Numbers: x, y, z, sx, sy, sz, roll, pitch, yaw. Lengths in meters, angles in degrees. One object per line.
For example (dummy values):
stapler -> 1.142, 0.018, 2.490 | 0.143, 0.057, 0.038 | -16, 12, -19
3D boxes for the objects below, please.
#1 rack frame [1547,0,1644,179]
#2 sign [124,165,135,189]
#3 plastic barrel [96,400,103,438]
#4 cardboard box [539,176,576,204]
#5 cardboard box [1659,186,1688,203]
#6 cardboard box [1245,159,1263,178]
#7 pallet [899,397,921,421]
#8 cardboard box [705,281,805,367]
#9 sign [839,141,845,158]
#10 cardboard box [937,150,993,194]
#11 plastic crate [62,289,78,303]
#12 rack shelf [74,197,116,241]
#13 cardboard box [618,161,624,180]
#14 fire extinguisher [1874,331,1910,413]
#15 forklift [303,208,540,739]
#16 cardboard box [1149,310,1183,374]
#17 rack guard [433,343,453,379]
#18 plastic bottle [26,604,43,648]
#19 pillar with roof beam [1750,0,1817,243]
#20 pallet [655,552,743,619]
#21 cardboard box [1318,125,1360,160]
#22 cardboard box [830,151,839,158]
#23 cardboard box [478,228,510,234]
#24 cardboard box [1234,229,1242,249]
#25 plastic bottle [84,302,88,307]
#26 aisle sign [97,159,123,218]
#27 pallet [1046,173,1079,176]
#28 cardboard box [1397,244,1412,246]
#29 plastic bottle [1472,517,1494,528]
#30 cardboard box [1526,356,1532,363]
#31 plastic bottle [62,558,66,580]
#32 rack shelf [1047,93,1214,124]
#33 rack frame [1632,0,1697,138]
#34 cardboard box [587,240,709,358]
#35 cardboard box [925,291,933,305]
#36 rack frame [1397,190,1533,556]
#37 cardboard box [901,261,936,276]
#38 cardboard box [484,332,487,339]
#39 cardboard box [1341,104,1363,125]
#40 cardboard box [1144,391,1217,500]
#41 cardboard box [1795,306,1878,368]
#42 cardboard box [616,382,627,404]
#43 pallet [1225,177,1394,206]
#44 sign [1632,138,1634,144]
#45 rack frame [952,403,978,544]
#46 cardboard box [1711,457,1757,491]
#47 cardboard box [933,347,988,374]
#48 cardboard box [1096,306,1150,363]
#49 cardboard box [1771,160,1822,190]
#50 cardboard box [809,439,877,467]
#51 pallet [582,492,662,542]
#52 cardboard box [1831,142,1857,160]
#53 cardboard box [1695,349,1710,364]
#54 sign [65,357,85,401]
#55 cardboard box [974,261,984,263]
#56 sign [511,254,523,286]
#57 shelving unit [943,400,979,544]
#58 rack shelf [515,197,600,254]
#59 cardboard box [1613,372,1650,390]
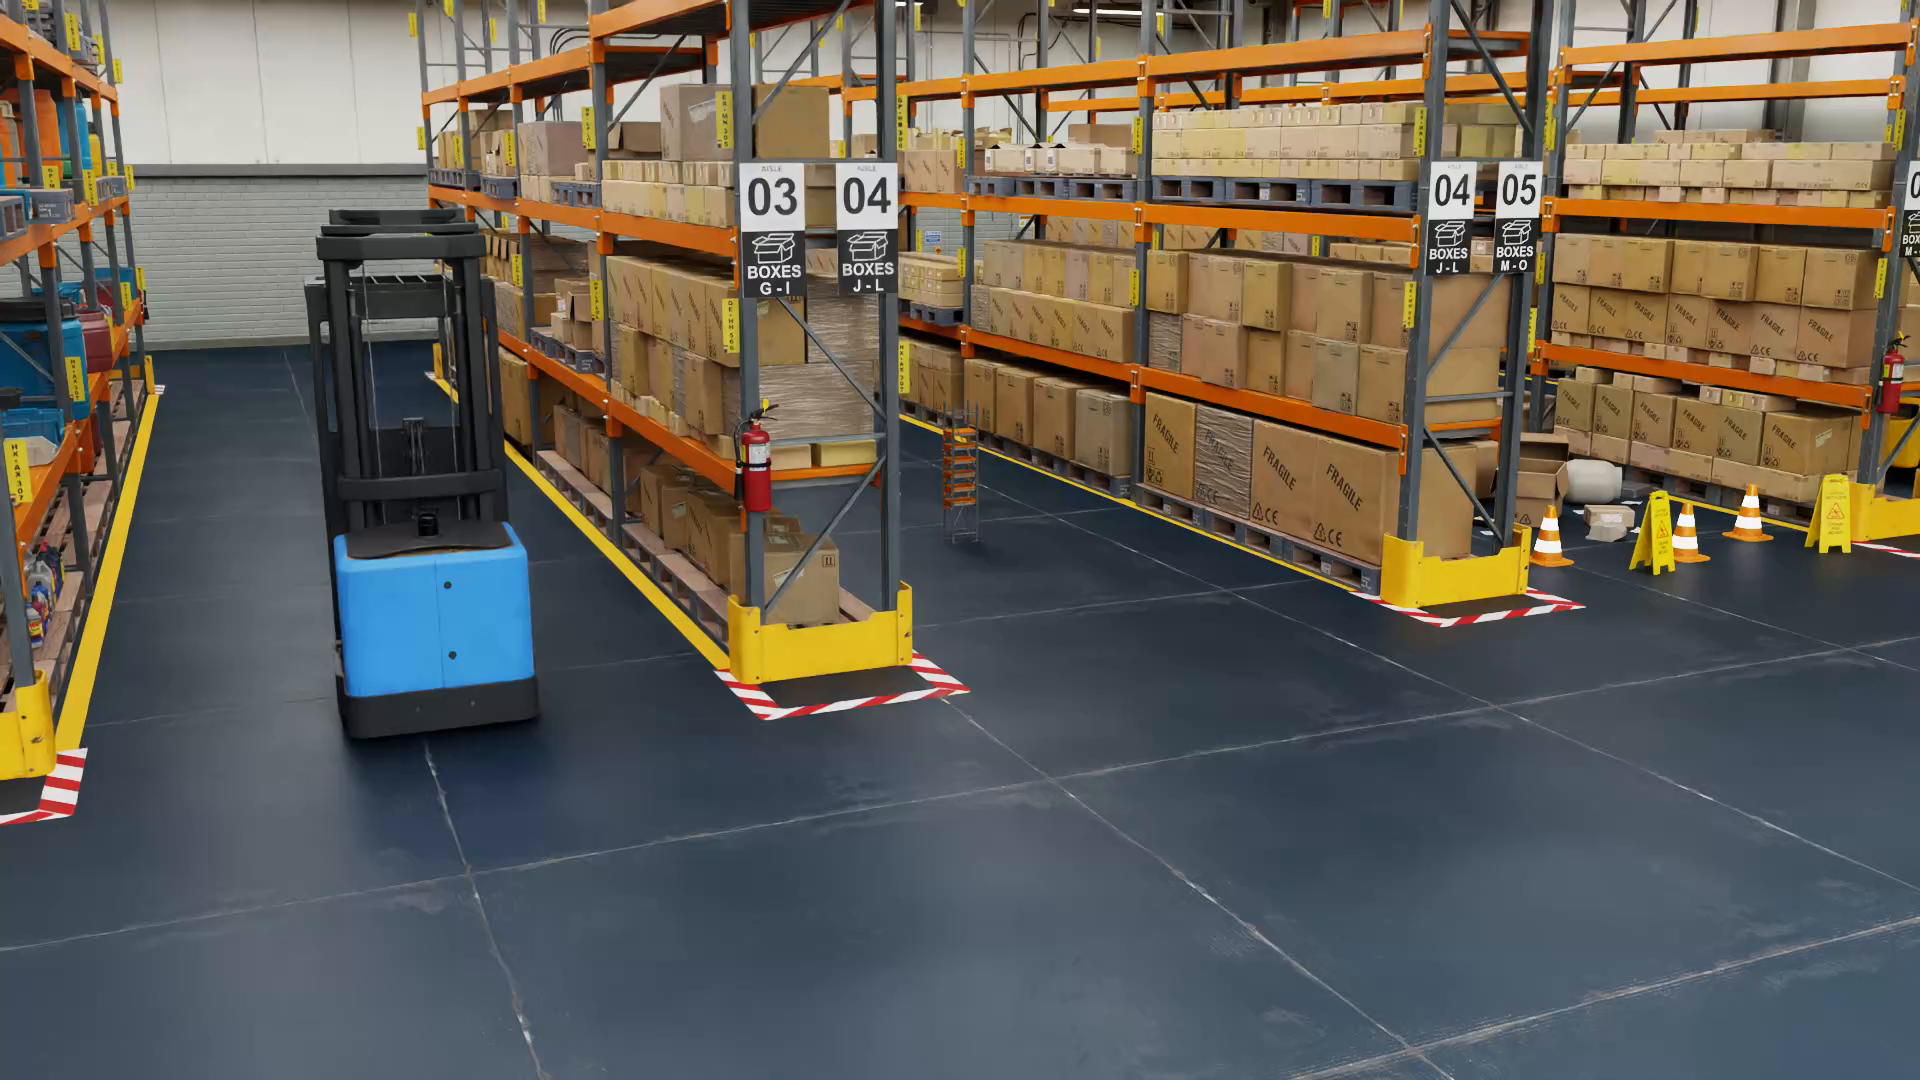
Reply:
rack frame -> 6.613, -5.265, 17.161 | 1.000, 3.000, 0.127 | -6, 14, -23
sign -> -11.315, -4.942, 22.652 | 0.100, 0.325, 0.005 | -6, 14, -23
plastic barrel -> -9.724, -1.575, 18.243 | 0.600, 0.901, 0.708 | -6, 14, -23
cardboard box -> -3.694, -3.330, 15.787 | 0.500, 0.250, 0.500 | -5, 14, -22
cardboard box -> 6.949, -3.320, 15.968 | 0.380, 0.149, 0.250 | -6, 14, -24
cardboard box -> 2.562, -3.046, 13.631 | 0.380, 0.149, 0.250 | -5, 14, -22
pallet -> -0.281, -1.755, 21.486 | 1.003, 0.211, 1.213 | -6, 14, -23
cardboard box -> -1.312, -1.393, 10.636 | 0.500, 0.500, 0.500 | -6, 14, -23
sign -> -1.581, -5.190, 22.342 | 0.100, 0.325, 0.005 | -6, 14, -23
cardboard box -> 0.054, -4.306, 19.447 | 0.500, 0.500, 0.500 | -6, 14, -23
plastic crate -> -11.488, -3.074, 21.237 | 0.416, 0.233, 0.300 | -6, 14, -23
rack shelf -> -9.409, -3.350, 17.136 | 1.077, 0.370, 4.000 | -6, 14, -23
cardboard box -> -2.450, -2.886, 12.982 | 0.380, 0.149, 0.250 | -6, 14, -26
fire extinguisher -> 7.839, -1.413, 13.993 | 0.296, 0.674, 0.183 | -6, 14, -23
forklift -> -3.462, -0.604, 10.481 | 1.130, 2.935, 3.031 | -5, 14, -21
cardboard box -> 2.277, -1.872, 15.474 | 0.875, 0.550, 0.550 | -6, 14, -23
rack guard -> -7.284, -2.713, 24.985 | 1.175, 0.500, 0.348 | -6, 14, -23
plastic bottle -> -5.844, 0.539, 10.464 | 0.097, 0.271, 0.097 | 0, 13, 0
pillar with roof beam -> 6.961, -5.964, 20.180 | 9.100, 9.000, 0.400 | -6, 14, -23
pallet -> -1.673, 0.299, 12.608 | 1.003, 0.211, 1.213 | -6, 14, -23
cardboard box -> 3.069, -3.014, 12.606 | 0.500, 0.250, 0.500 | -6, 14, -23
cardboard box -> -1.505, -5.231, 22.892 | 0.500, 0.250, 0.500 | -6, 14, -26
cardboard box -> -6.838, -4.287, 24.248 | 0.500, 0.500, 0.500 | -5, 14, -22
cardboard box -> 3.962, -4.101, 22.999 | 0.500, 0.500, 0.500 | -6, 14, -24
plastic bottle -> -9.674, -2.455, 18.435 | 0.144, 0.351, 0.185 | -6, 14, -23
aisle sign -> -11.573, -4.787, 22.634 | 0.394, 0.787, 0.004 | -6, 14, -23
pallet -> 2.113, -6.087, 27.563 | 1.003, 0.211, 1.213 | -6, 14, -23
cardboard box -> 5.665, -3.392, 20.561 | 0.500, 0.500, 0.500 | -6, 14, -24
plastic bottle -> 4.691, -0.163, 14.940 | 0.133, 0.061, 0.283 | -12, 18, -42
cardboard box -> 8.788, -2.885, 24.793 | 0.500, 0.500, 0.500 | -5, 14, -21
plastic bottle -> -6.575, 0.196, 12.101 | 0.097, 0.201, 0.097 | 0, 13, 0
rack shelf -> 2.607, -6.786, 26.214 | 1.077, 0.370, 4.000 | -6, 14, -23
rack frame -> 9.557, -6.540, 22.672 | 1.000, 3.000, 0.127 | -6, 14, -23
cardboard box -> -2.657, -2.121, 14.619 | 1.000, 1.000, 1.000 | -6, 14, -23
cardboard box -> -0.201, -2.895, 19.850 | 0.380, 0.149, 0.250 | -6, 14, -23
rack frame -> 3.720, -1.048, 12.245 | 1.000, 3.000, 0.127 | -6, 14, -23
cardboard box -> -0.506, -3.344, 20.472 | 0.380, 0.149, 0.250 | -6, 14, -23
cardboard box -> -5.397, -2.139, 20.740 | 1.225, 0.875, 0.875 | -6, 14, -23
cardboard box -> 3.073, -3.172, 12.407 | 0.380, 0.149, 0.250 | -5, 14, -22
cardboard box -> 2.306, -0.907, 15.419 | 0.875, 0.875, 0.875 | -5, 14, -22
cardboard box -> 7.745, -1.797, 14.599 | 0.500, 0.500, 0.500 | -6, 14, -24
cardboard box -> -2.568, -1.200, 13.461 | 0.380, 0.149, 0.250 | -6, 14, -23
pallet -> 2.921, -2.871, 13.665 | 1.003, 0.211, 1.213 | -6, 14, -23
sign -> 7.107, -4.106, 17.659 | 0.100, 0.325, 0.005 | -6, 14, -23
rack frame -> 0.042, -0.563, 14.140 | 0.240, 1.200, 0.006 | -6, 14, -23
cardboard box -> 7.445, -0.631, 15.611 | 0.500, 0.250, 0.500 | -6, 14, -23
cardboard box -> 0.001, -2.170, 20.044 | 0.500, 0.250, 0.500 | -6, 14, -24
cardboard box -> 1.664, -2.007, 16.166 | 0.500, 0.500, 0.500 | -6, 14, -23
cardboard box -> 7.575, -3.236, 14.718 | 0.500, 0.250, 0.500 | -6, 14, -24
cardboard box -> -0.761, -0.579, 10.775 | 0.380, 0.149, 0.250 | -6, 14, -23
pallet -> -2.780, -0.249, 14.979 | 1.003, 0.211, 1.213 | -6, 14, -23
cardboard box -> 7.741, -3.343, 14.299 | 0.380, 0.149, 0.250 | -5, 14, -22
cardboard box -> 7.275, -1.769, 15.917 | 0.380, 0.149, 0.250 | -6, 14, -23
sign -> -6.497, -1.182, 12.211 | 0.100, 0.325, 0.005 | -6, 14, -23
cardboard box -> 0.198, -3.347, 20.484 | 0.380, 0.149, 0.250 | -6, 14, -25
sign -> -4.577, -2.787, 17.190 | 0.100, 0.325, 0.005 | -6, 14, -23
shelving unit -> 0.006, -0.582, 14.222 | 0.258, 1.200, 0.189 | -6, 14, -23
rack shelf -> -3.268, -2.971, 15.498 | 1.077, 0.370, 4.000 | -6, 14, -23
cardboard box -> 6.805, -1.605, 16.717 | 0.380, 0.149, 0.250 | -5, 14, -21
